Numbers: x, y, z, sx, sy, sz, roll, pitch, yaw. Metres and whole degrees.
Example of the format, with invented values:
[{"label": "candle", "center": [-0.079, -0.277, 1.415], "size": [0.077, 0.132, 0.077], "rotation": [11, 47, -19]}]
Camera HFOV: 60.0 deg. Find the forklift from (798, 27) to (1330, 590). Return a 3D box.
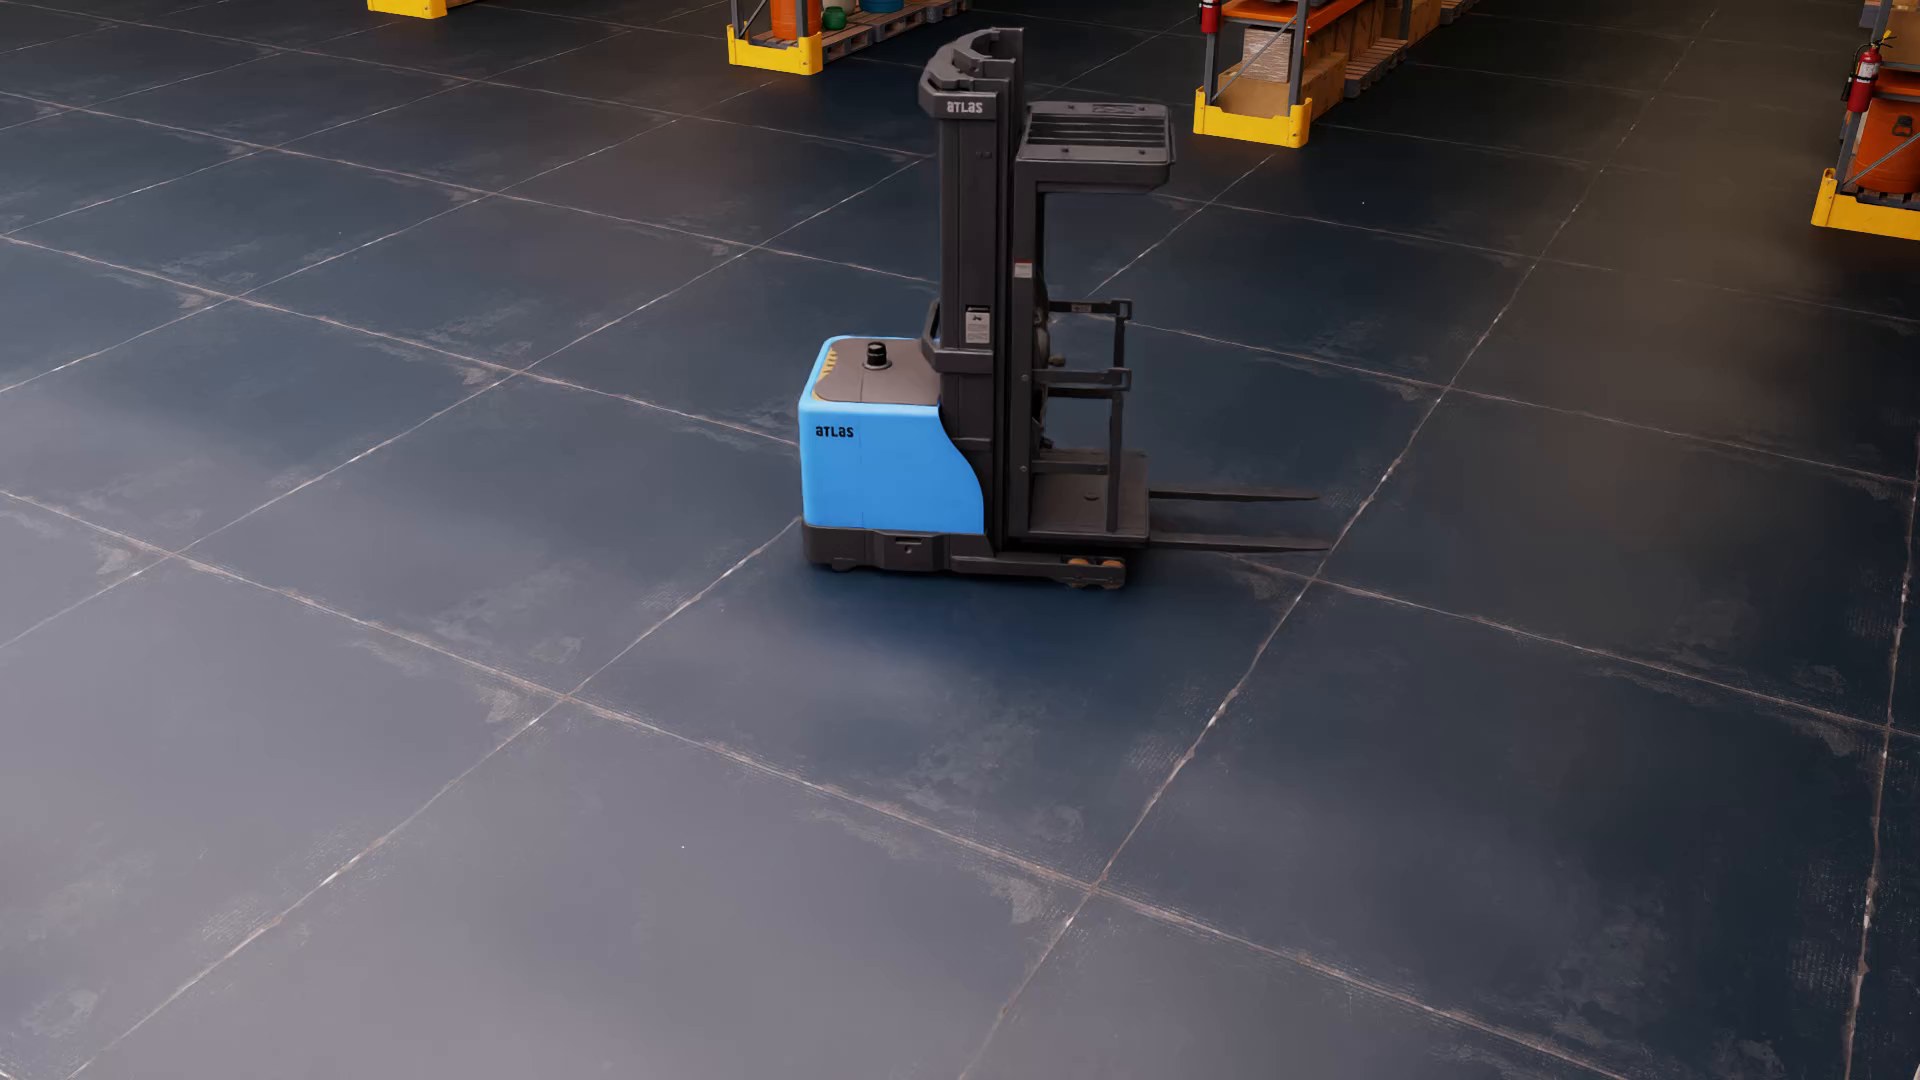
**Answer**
[{"label": "forklift", "center": [0.634, -1.266, 9.264], "size": [3.031, 2.935, 1.130], "rotation": [3, 30, 5]}]
